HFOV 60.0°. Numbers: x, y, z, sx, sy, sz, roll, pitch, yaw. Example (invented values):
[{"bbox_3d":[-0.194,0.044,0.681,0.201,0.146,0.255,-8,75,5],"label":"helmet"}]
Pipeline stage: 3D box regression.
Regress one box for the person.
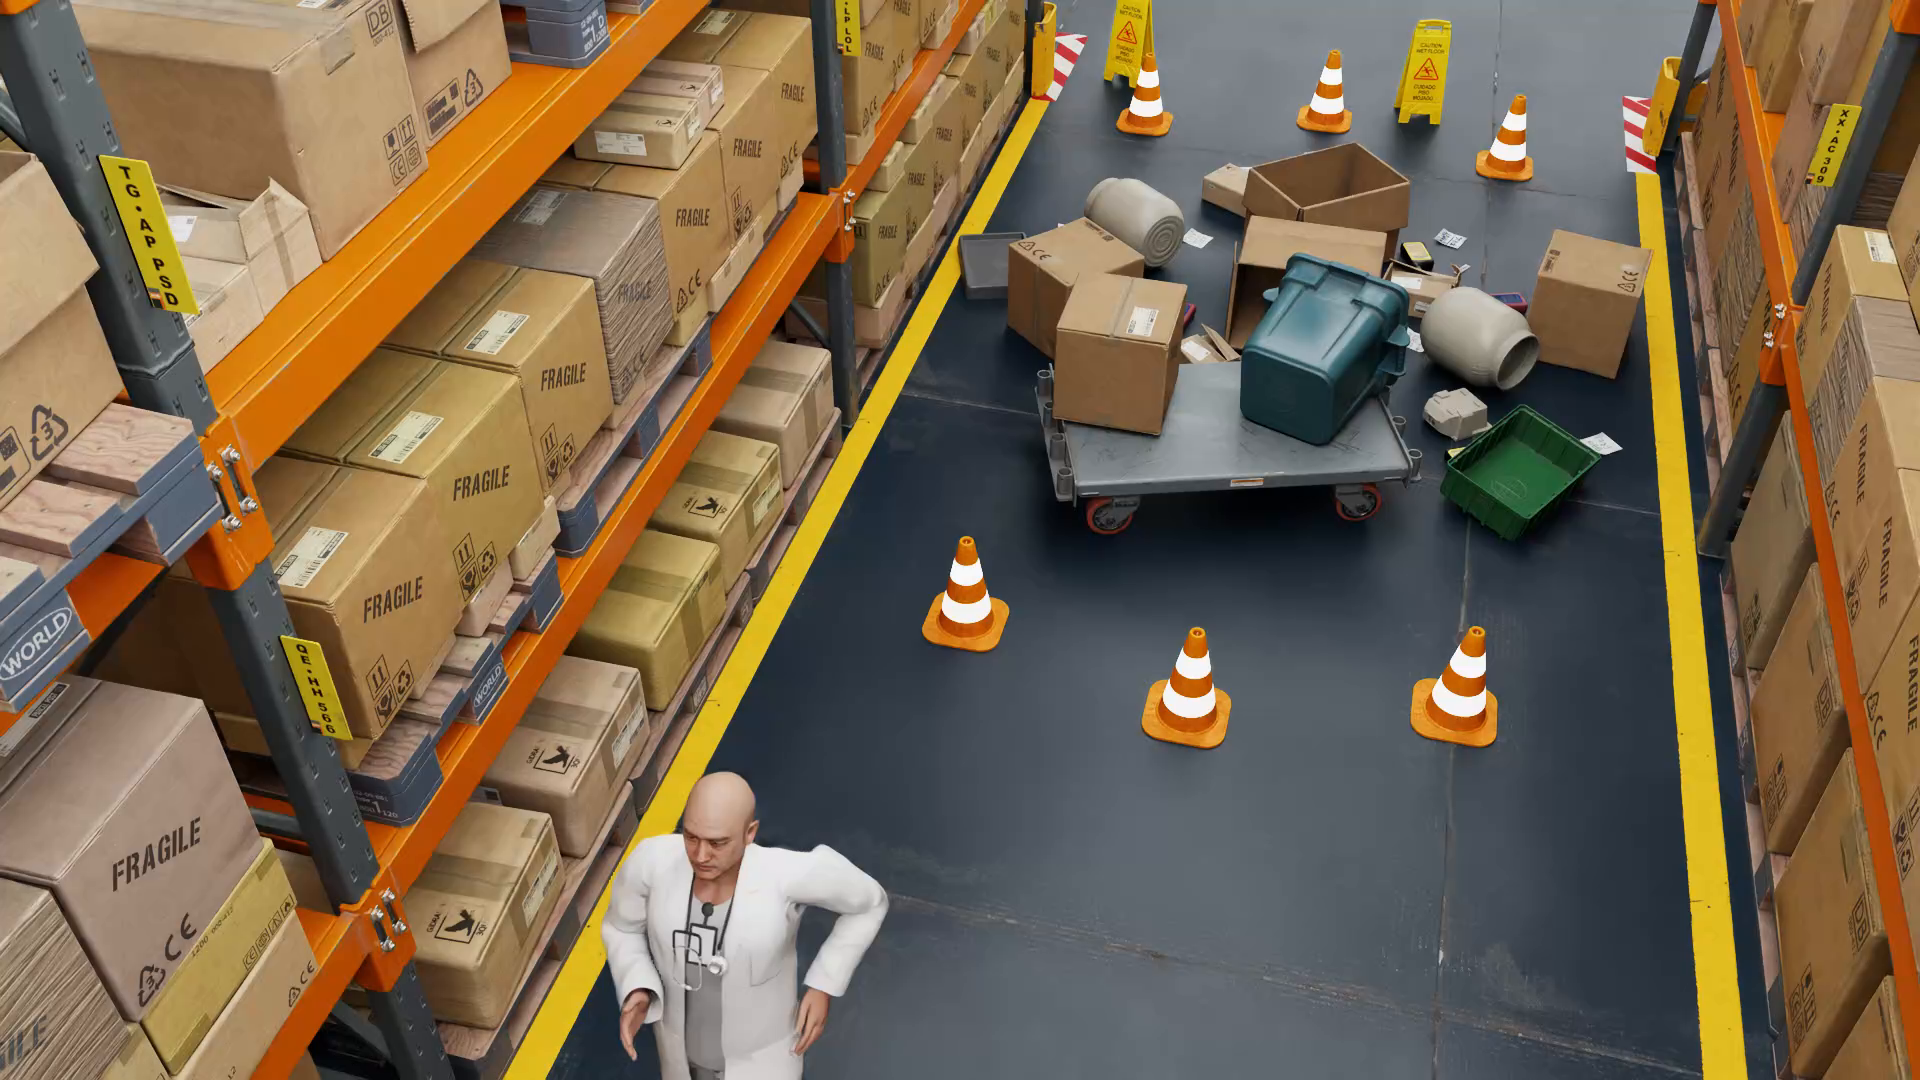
[{"bbox_3d":[-0.641,1.387,4.533,0.719,1.788,0.775,13,42,15],"label":"person"}]
